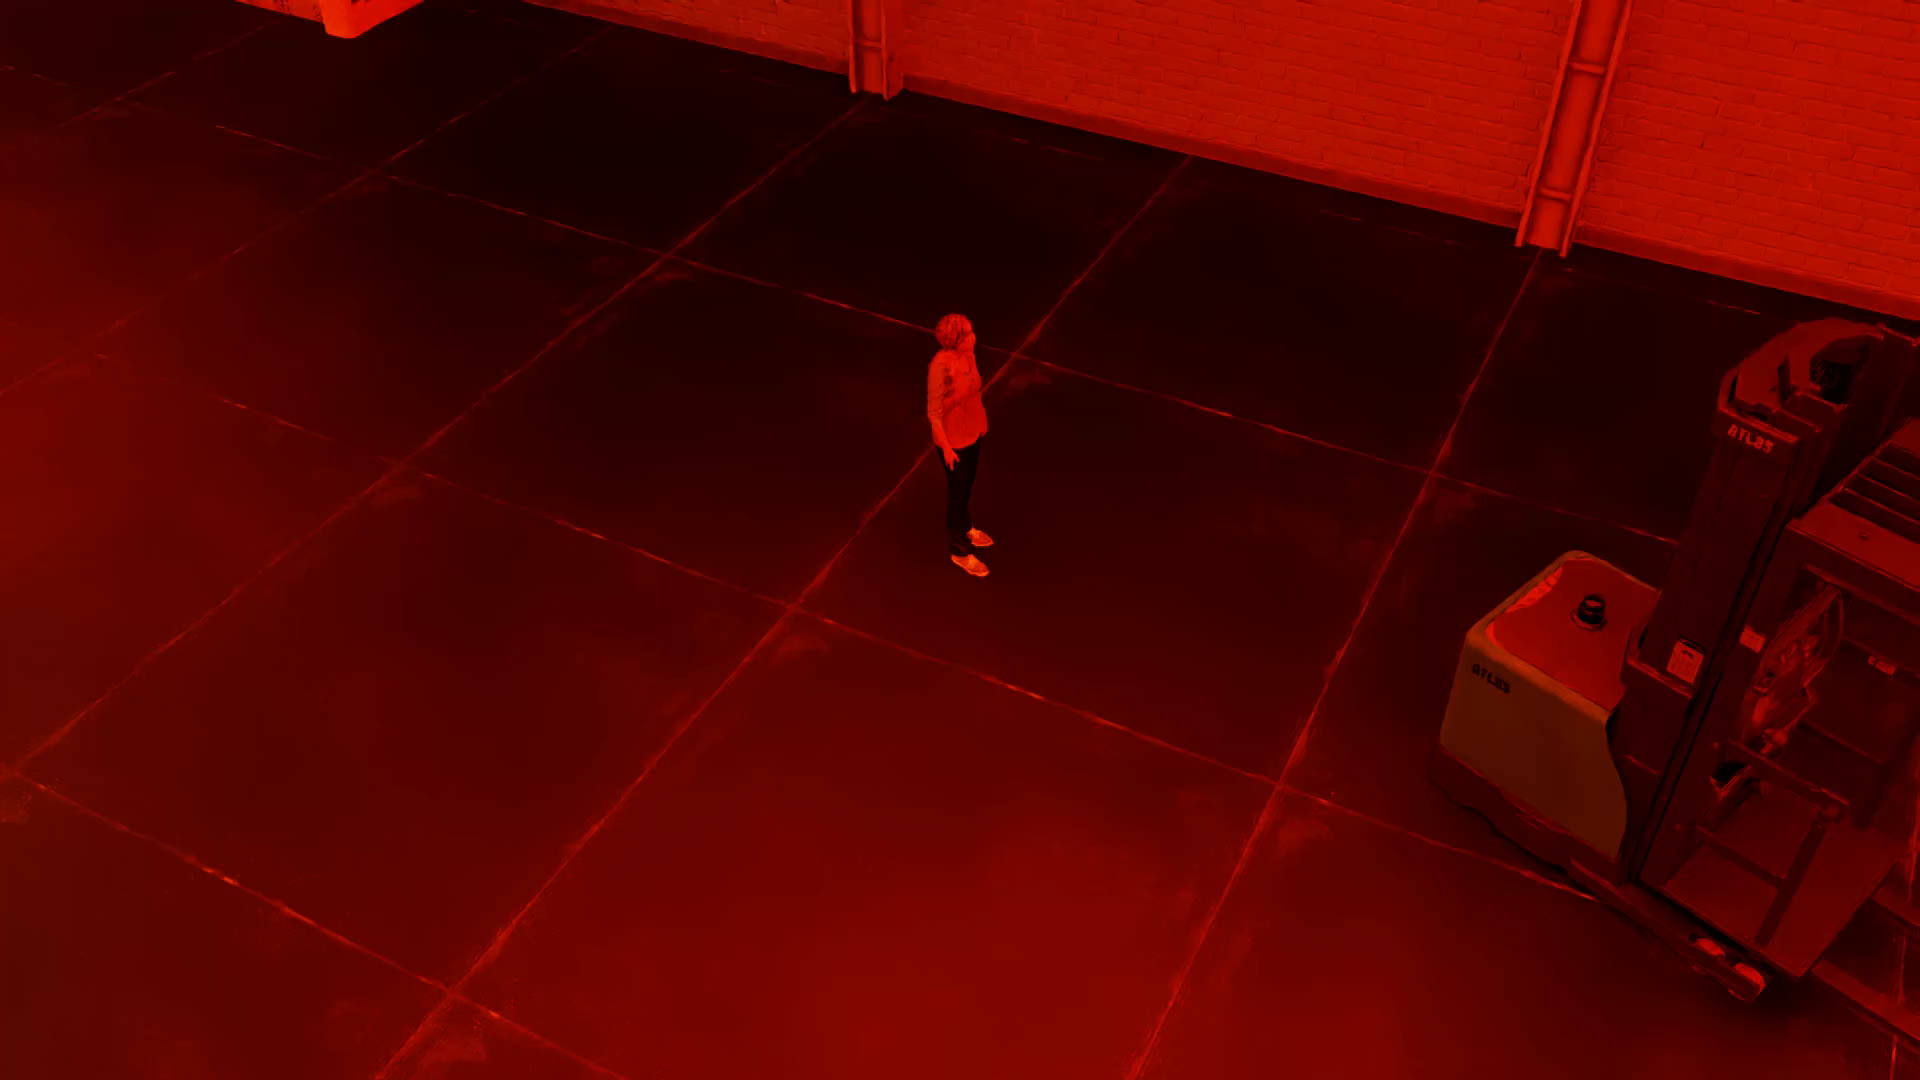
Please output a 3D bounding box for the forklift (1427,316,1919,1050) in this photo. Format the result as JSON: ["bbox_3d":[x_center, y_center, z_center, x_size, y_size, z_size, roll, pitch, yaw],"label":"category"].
[{"bbox_3d":[3.815,0.636,7.231,1.130,2.935,3.031,-31,49,-31],"label":"forklift"}]

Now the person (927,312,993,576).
[{"bbox_3d":[0.059,-0.586,9.707,0.474,1.597,0.520,18,43,21],"label":"person"}]
